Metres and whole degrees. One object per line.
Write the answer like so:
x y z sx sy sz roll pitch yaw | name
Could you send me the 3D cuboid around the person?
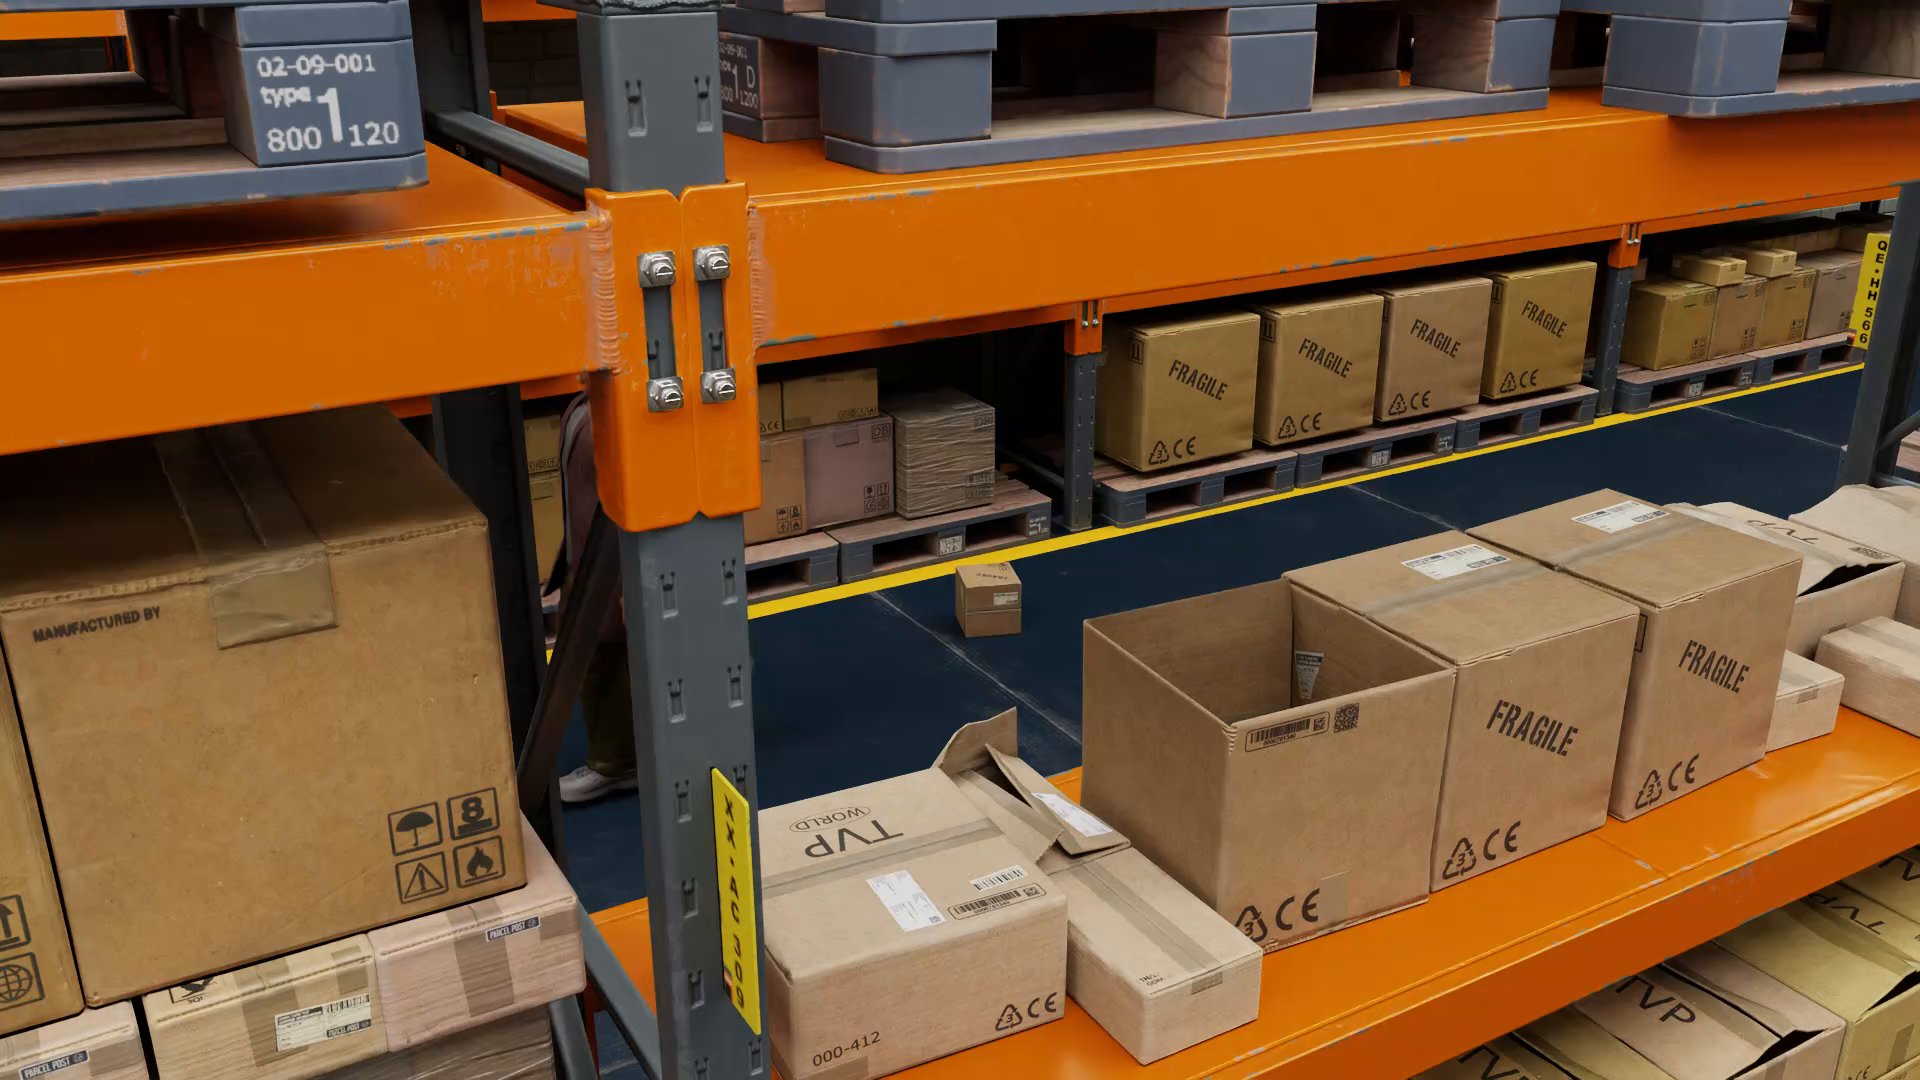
-1.204 0.058 5.902 0.686 1.761 0.576 -10 24 -24 | person
